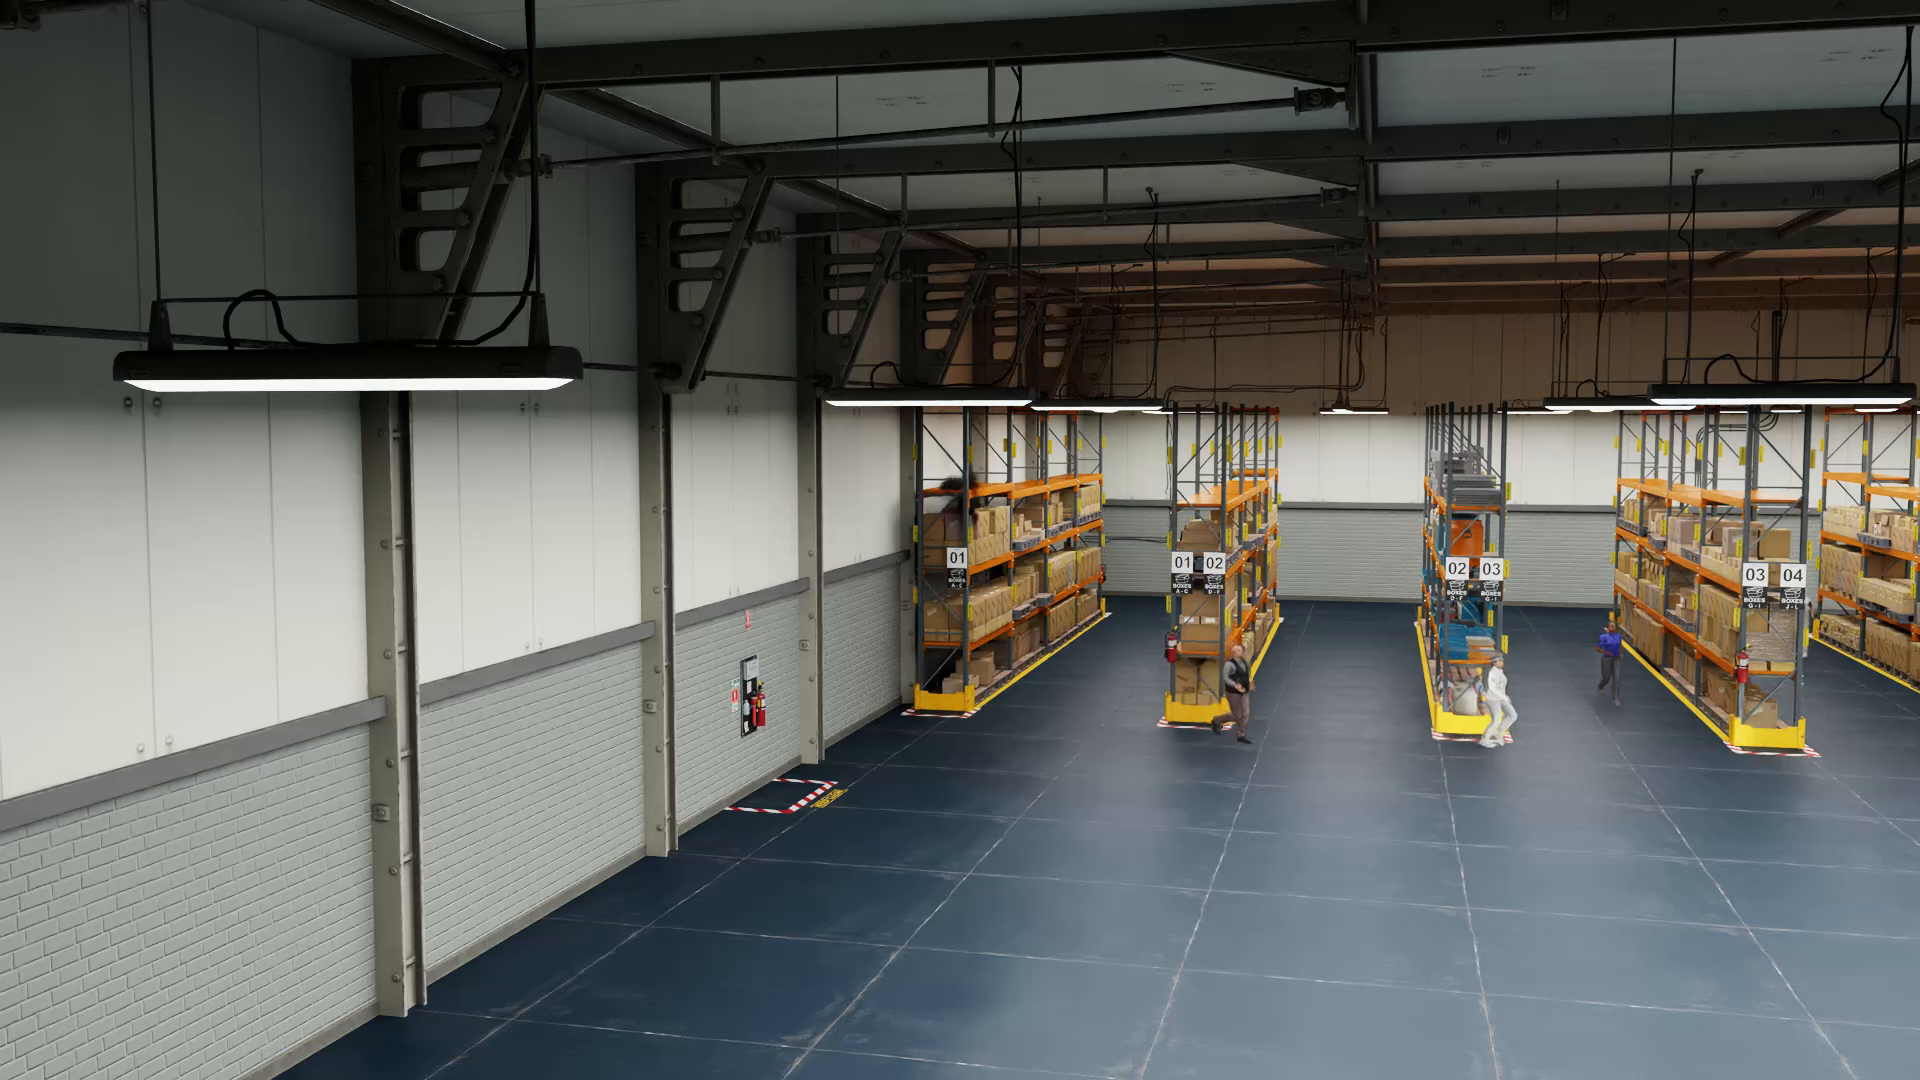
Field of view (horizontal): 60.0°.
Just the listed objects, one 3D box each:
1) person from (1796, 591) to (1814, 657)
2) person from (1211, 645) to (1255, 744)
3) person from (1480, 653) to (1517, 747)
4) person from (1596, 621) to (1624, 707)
[{"bbox_3d":[20.122,2.063,39.761,0.570,1.393,0.960,1,4,16],"label":"person"},{"bbox_3d":[4.827,2.689,29.177,0.668,1.713,0.747,-4,6,-44],"label":"person"},{"bbox_3d":[9.306,2.764,28.740,0.596,1.659,0.634,3,5,34],"label":"person"},{"bbox_3d":[12.997,2.440,33.218,0.580,1.653,0.904,0,4,1],"label":"person"}]
